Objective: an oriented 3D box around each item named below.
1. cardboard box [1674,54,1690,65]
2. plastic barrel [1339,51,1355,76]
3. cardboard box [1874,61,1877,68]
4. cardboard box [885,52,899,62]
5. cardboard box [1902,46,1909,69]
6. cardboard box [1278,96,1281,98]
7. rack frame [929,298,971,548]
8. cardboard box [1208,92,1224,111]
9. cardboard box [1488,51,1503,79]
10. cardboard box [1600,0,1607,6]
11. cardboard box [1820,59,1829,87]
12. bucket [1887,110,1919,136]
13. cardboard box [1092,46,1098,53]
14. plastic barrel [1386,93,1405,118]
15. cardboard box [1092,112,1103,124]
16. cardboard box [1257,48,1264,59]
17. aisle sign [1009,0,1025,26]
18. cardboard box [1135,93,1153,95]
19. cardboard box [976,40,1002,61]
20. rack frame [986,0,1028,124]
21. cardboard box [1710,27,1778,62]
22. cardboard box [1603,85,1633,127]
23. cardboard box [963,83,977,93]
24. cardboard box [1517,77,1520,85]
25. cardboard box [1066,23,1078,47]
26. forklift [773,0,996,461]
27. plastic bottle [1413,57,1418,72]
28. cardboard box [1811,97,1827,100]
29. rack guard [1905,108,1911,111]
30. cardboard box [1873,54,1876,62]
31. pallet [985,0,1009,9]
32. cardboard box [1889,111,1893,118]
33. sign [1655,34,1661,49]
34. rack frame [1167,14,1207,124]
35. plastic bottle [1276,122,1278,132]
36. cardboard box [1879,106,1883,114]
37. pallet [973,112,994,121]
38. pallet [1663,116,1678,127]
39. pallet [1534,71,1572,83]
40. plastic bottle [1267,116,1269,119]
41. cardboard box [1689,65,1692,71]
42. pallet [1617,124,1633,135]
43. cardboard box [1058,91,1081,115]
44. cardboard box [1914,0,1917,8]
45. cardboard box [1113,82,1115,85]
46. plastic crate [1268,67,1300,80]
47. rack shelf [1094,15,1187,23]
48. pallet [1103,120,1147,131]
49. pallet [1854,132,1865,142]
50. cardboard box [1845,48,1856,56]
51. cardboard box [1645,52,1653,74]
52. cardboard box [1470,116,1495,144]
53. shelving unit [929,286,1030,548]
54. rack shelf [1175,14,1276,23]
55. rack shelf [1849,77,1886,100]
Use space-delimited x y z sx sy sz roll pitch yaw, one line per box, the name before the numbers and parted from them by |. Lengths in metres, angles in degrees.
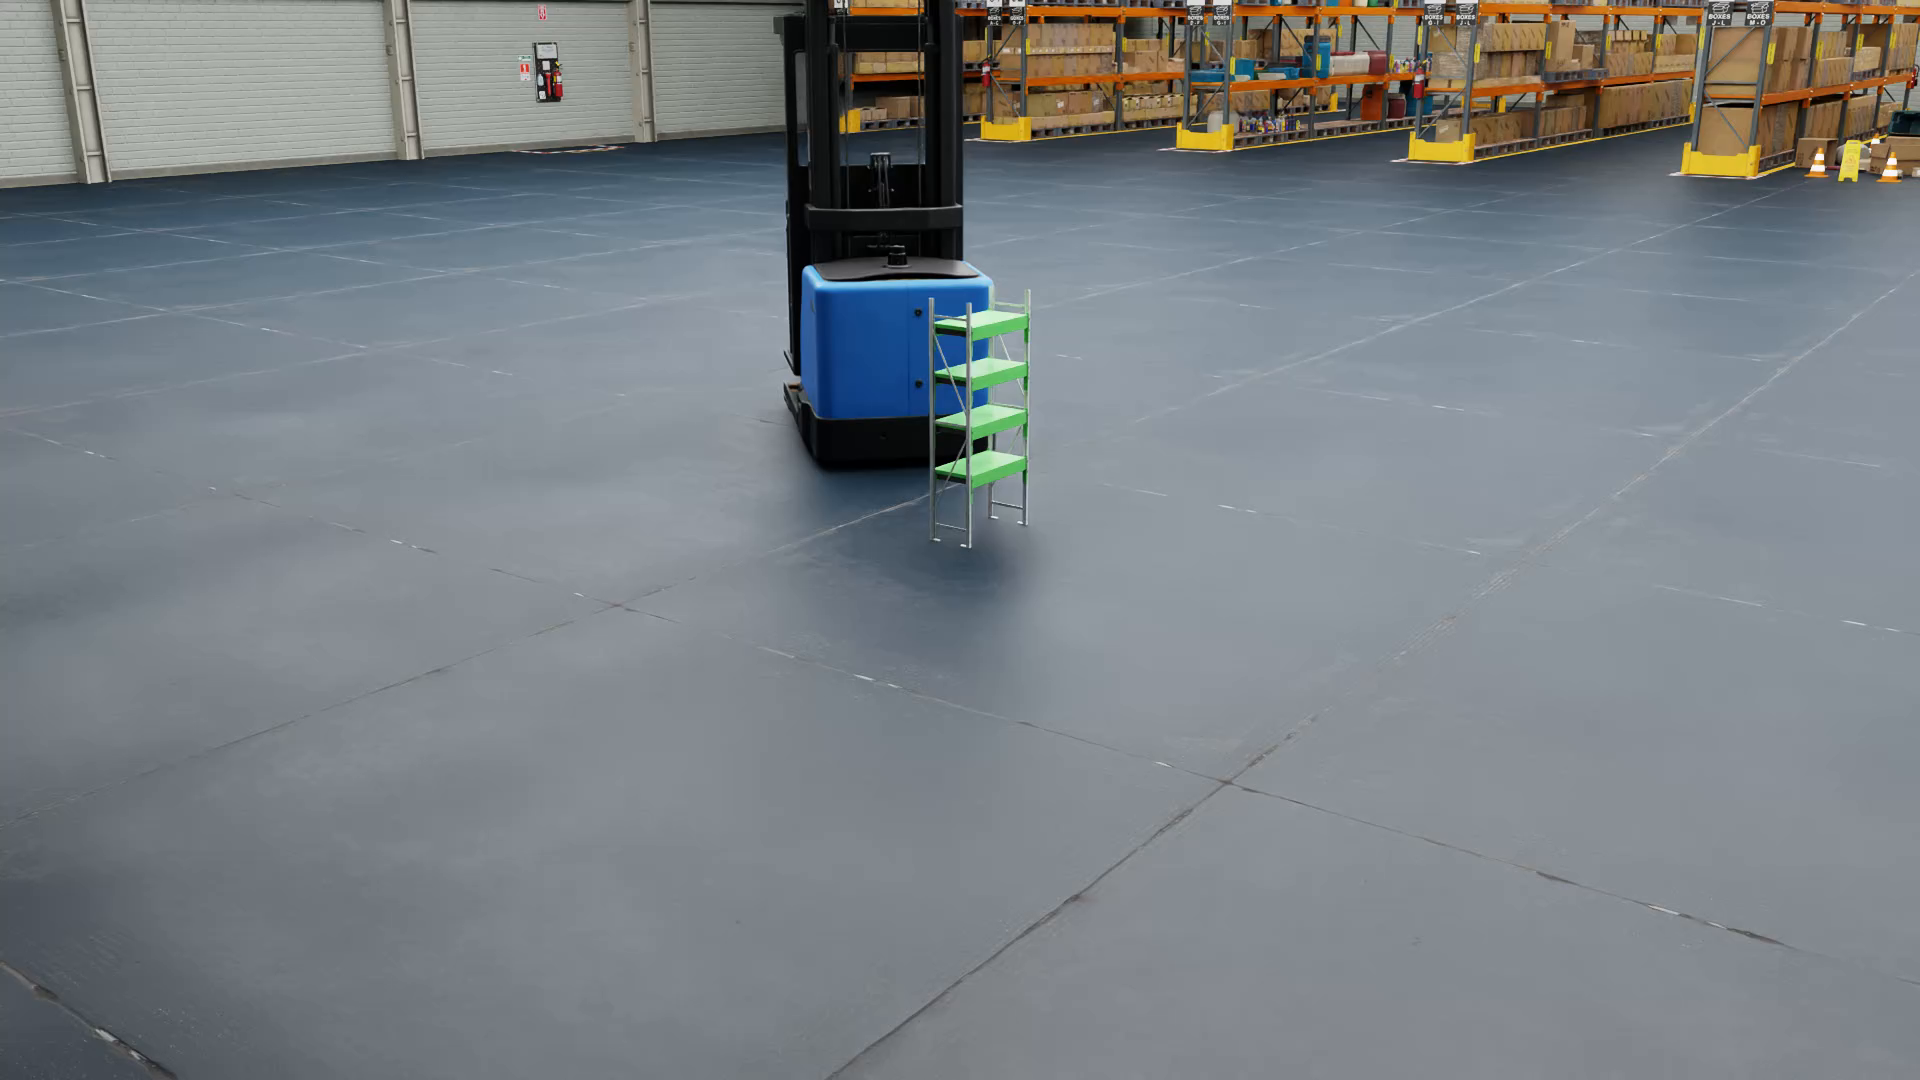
cardboard box | 18.131 -12.148 42.055 0.500 0.250 0.500 12 21 34
plastic barrel | 8.823 -10.909 38.086 0.433 0.535 0.433 0 17 0
cardboard box | 19.818 -10.396 36.378 0.380 0.149 0.250 13 21 35
cardboard box | -1.817 -11.770 40.041 0.500 0.500 0.500 12 21 33
cardboard box | 21.766 -11.253 38.752 0.500 0.500 0.500 13 21 35
cardboard box | 8.731 -12.449 47.067 0.500 0.311 0.500 12 21 35
rack frame | -0.047 -0.554 8.006 0.240 1.200 0.015 12 21 35
cardboard box | 6.597 -11.406 43.389 0.500 0.500 0.500 12 21 33
cardboard box | 9.860 -9.117 31.874 0.875 0.500 0.500 12 21 35
cardboard box | 13.657 -11.659 35.925 0.500 0.250 0.500 12 21 35
cardboard box | 16.112 -8.847 31.507 0.500 0.500 0.500 13 21 35
bucket | 17.053 -7.324 29.728 0.620 0.611 0.726 0 14 -35
cardboard box | 2.957 -11.324 38.390 0.380 0.149 0.250 12 21 35
plastic barrel | 10.716 -10.767 41.217 0.600 0.588 0.708 12 21 35
cardboard box | 2.999 -9.874 38.912 0.500 0.250 0.500 12 21 35
cardboard box | 8.264 -13.371 46.075 0.500 0.500 0.500 13 21 36
aisle sign | 1.230 -11.472 35.746 0.394 0.787 0.004 12 21 35
cardboard box | 4.629 -11.041 41.722 0.500 0.311 0.500 12 21 33
cardboard box | 0.812 -12.924 43.893 0.700 0.500 0.500 12 21 35
rack frame | 1.023 -10.301 36.356 1.000 3.000 0.127 12 21 35
cardboard box | 13.152 -8.318 27.897 0.875 0.550 0.550 12 21 35
cardboard box | 14.708 -10.012 38.302 1.225 0.875 0.875 12 21 35
cardboard box | 0.110 -11.786 43.348 0.500 0.250 0.500 12 21 34
cardboard box | 10.799 -9.057 32.774 0.380 0.149 0.250 12 21 35
cardboard box | 2.250 -11.455 37.718 0.700 0.500 0.500 12 21 35
forklift | -0.569 -2.245 10.530 1.130 2.935 3.031 -3 18 -10
plastic bottle | 11.207 -11.720 41.010 0.144 0.351 0.185 12 21 35
cardboard box | 17.863 -9.128 34.823 0.500 0.250 0.500 12 21 33
rack guard | 22.387 -10.248 40.401 1.175 0.500 0.348 12 21 35
cardboard box | 19.665 -10.478 36.142 0.380 0.149 0.250 14 22 37
pallet | 0.494 -13.847 43.033 1.213 0.211 1.003 12 21 35
cardboard box | 21.432 -9.887 38.620 0.380 0.149 0.250 13 21 35
sign | 16.568 -11.829 39.459 0.100 0.325 0.005 12 21 35
rack frame | 5.789 -12.206 42.492 1.000 3.000 0.127 12 21 35
plastic bottle | 6.774 -8.853 35.671 0.097 0.201 0.097 0 17 0
cardboard box | 20.633 -9.731 37.616 0.380 0.149 0.250 14 22 37
pallet | 0.615 -11.274 44.191 1.003 0.211 1.213 12 21 35
pallet | 17.369 -10.535 41.812 1.003 0.211 1.213 12 21 35
pallet | 11.932 -9.567 34.316 1.003 0.211 1.213 12 21 35
plastic bottle | 6.755 -9.191 36.622 0.061 0.283 0.133 12 21 35
cardboard box | 18.408 -12.035 42.364 0.380 0.149 0.250 13 21 35
pallet | 15.001 -9.587 38.759 1.003 0.211 1.213 12 21 35
cardboard box | 2.417 -9.992 38.024 0.500 0.500 0.500 12 21 35
cardboard box | 21.770 -12.427 38.398 0.500 0.250 0.500 14 22 37
cardboard box | 4.474 -13.510 49.105 0.380 0.149 0.250 12 21 34
plastic crate | 6.940 -9.995 35.621 0.499 0.251 0.616 12 21 35
rack shelf | 5.384 -15.599 49.572 1.077 0.370 4.000 12 21 35
pallet | 3.814 -10.104 40.425 1.003 0.211 1.213 12 21 35
pallet | 18.860 -8.698 35.896 1.003 0.211 1.213 12 21 35
cardboard box | 18.255 -10.059 34.291 0.380 0.149 0.250 12 21 33
cardboard box | 16.067 -11.296 39.391 0.500 0.500 0.500 12 21 35
cardboard box | 10.079 -7.996 32.442 0.500 0.500 0.500 15 23 40
shelving unit | 0.099 -0.612 8.193 0.258 1.200 0.503 12 21 35
rack shelf | 6.981 -13.771 43.688 1.077 0.370 4.000 12 21 35
rack shelf | 18.858 -9.687 35.593 1.077 0.370 4.000 12 21 35
